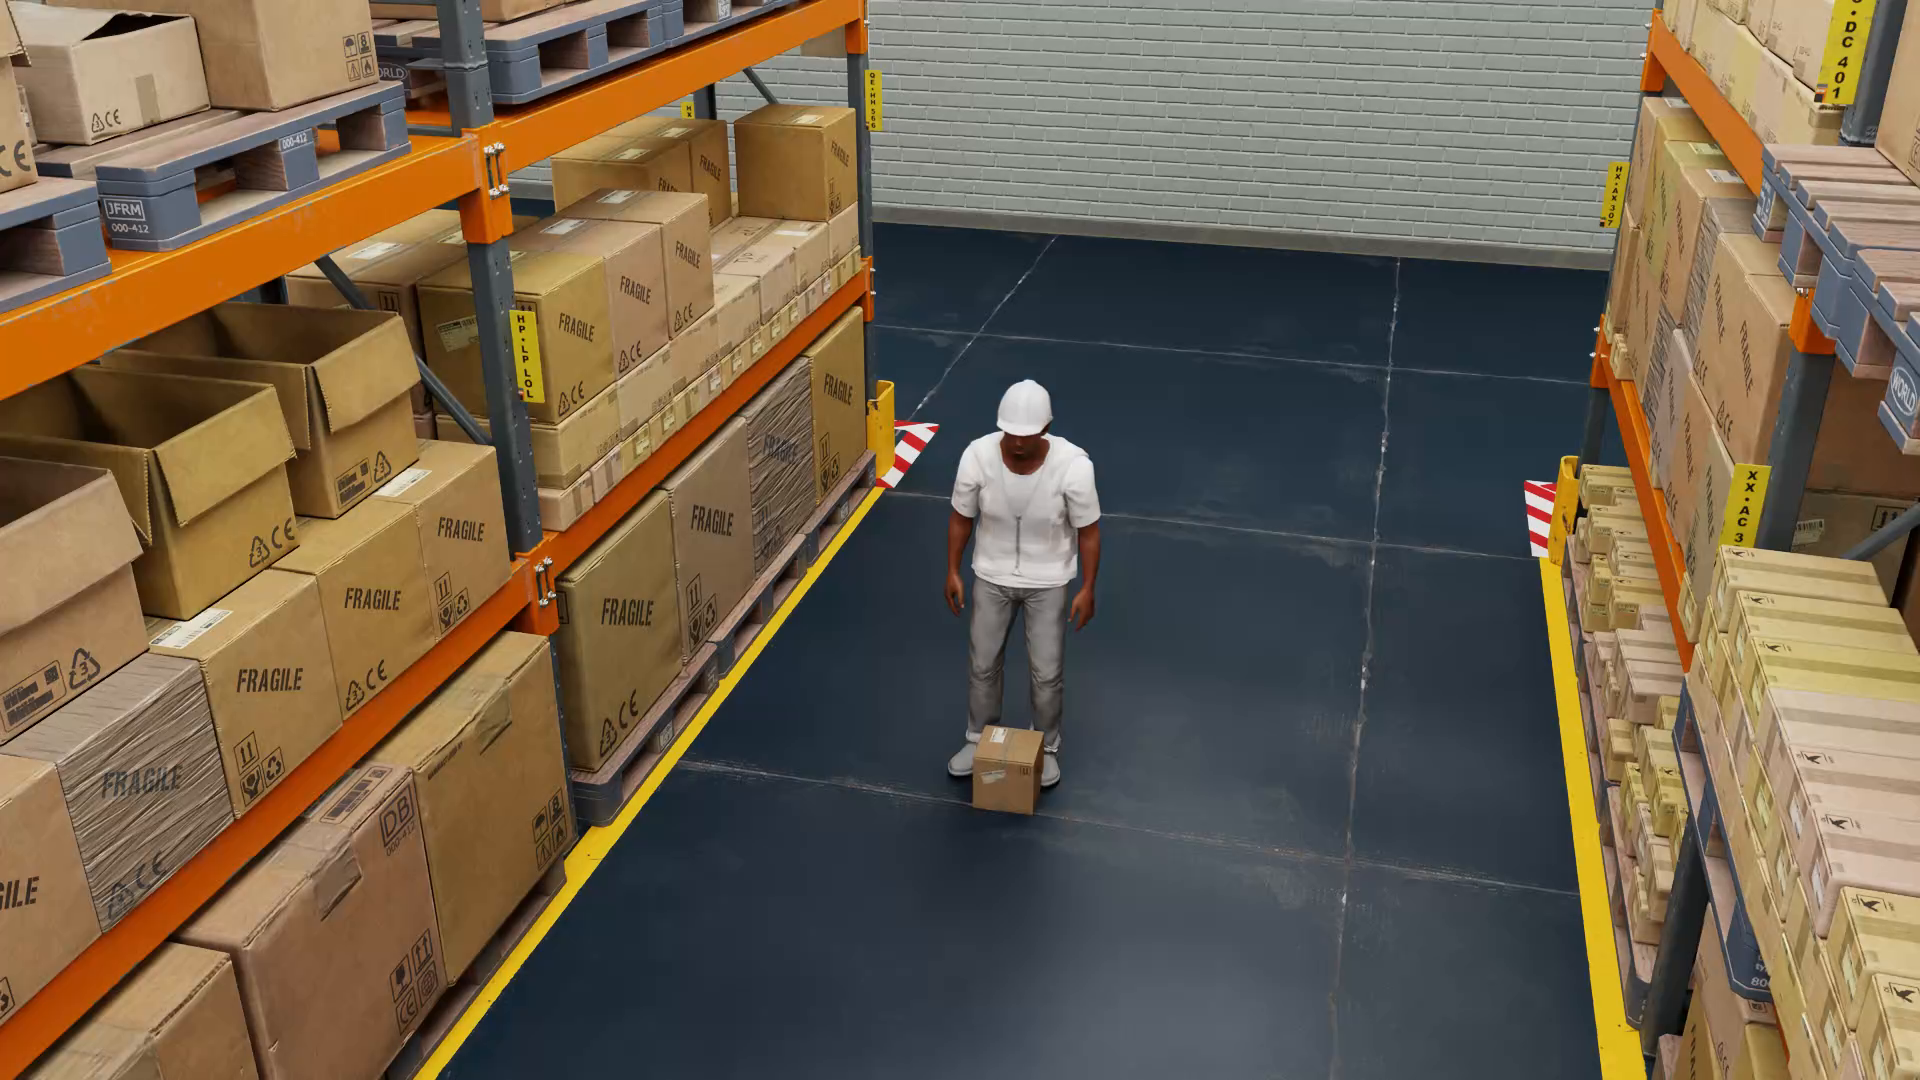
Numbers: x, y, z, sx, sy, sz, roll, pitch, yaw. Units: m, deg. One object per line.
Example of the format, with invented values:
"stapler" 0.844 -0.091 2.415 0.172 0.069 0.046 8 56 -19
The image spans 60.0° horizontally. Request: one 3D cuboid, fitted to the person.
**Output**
"person" 0.244 0.171 6.724 0.627 1.761 0.461 6 26 13
